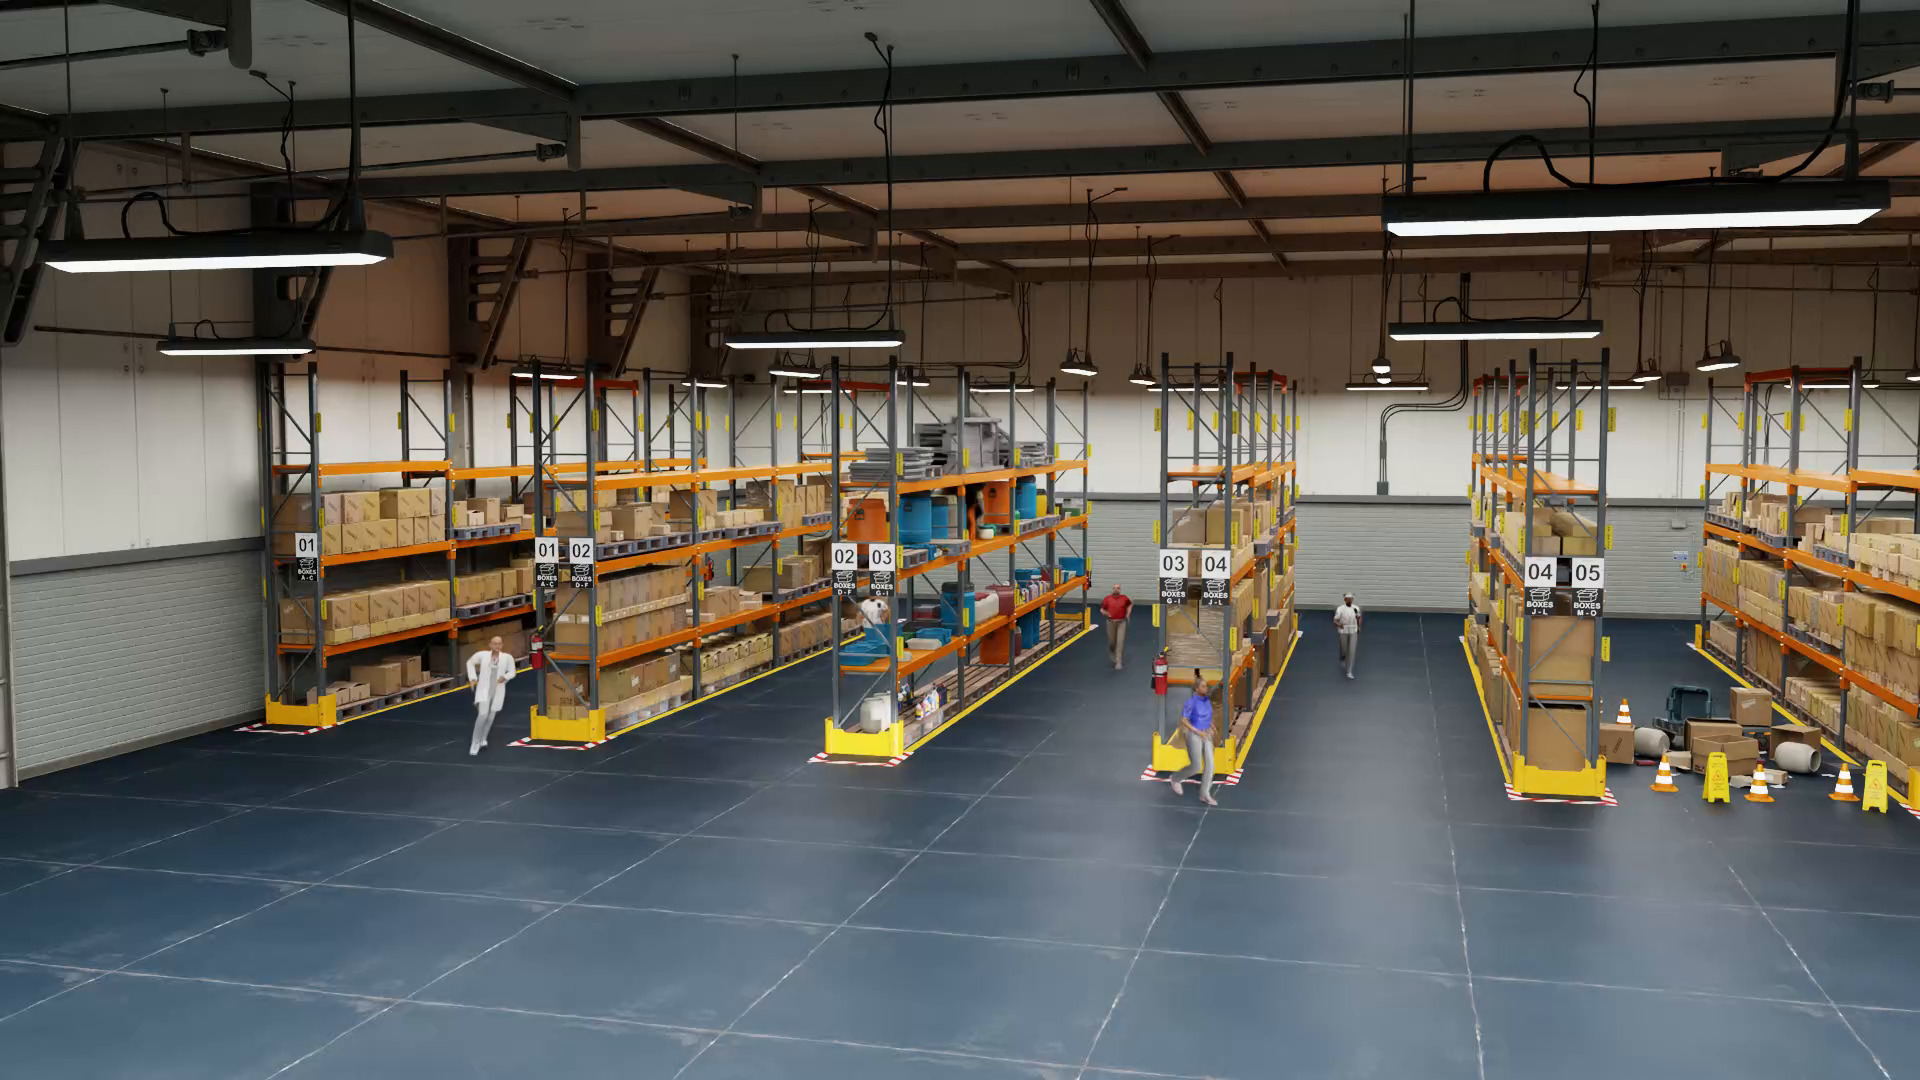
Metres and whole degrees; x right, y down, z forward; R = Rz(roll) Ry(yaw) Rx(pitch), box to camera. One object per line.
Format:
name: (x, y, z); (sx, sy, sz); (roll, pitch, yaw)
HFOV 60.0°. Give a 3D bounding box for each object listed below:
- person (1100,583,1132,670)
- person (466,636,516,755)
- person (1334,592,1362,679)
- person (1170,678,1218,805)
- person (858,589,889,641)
person: (3.201, 1.746, 34.044); (0.664, 1.726, 0.954); (0, 4, 3)
person: (-7.166, 2.356, 25.409); (0.728, 1.786, 0.810); (-2, 4, -25)
person: (7.677, 1.853, 32.874); (0.579, 1.692, 0.851); (0, 4, 6)
person: (3.140, 2.648, 22.052); (0.603, 1.645, 0.726); (-3, 5, -41)
person: (-1.758, 1.815, 33.558); (0.585, 1.719, 0.708); (1, 4, 7)
